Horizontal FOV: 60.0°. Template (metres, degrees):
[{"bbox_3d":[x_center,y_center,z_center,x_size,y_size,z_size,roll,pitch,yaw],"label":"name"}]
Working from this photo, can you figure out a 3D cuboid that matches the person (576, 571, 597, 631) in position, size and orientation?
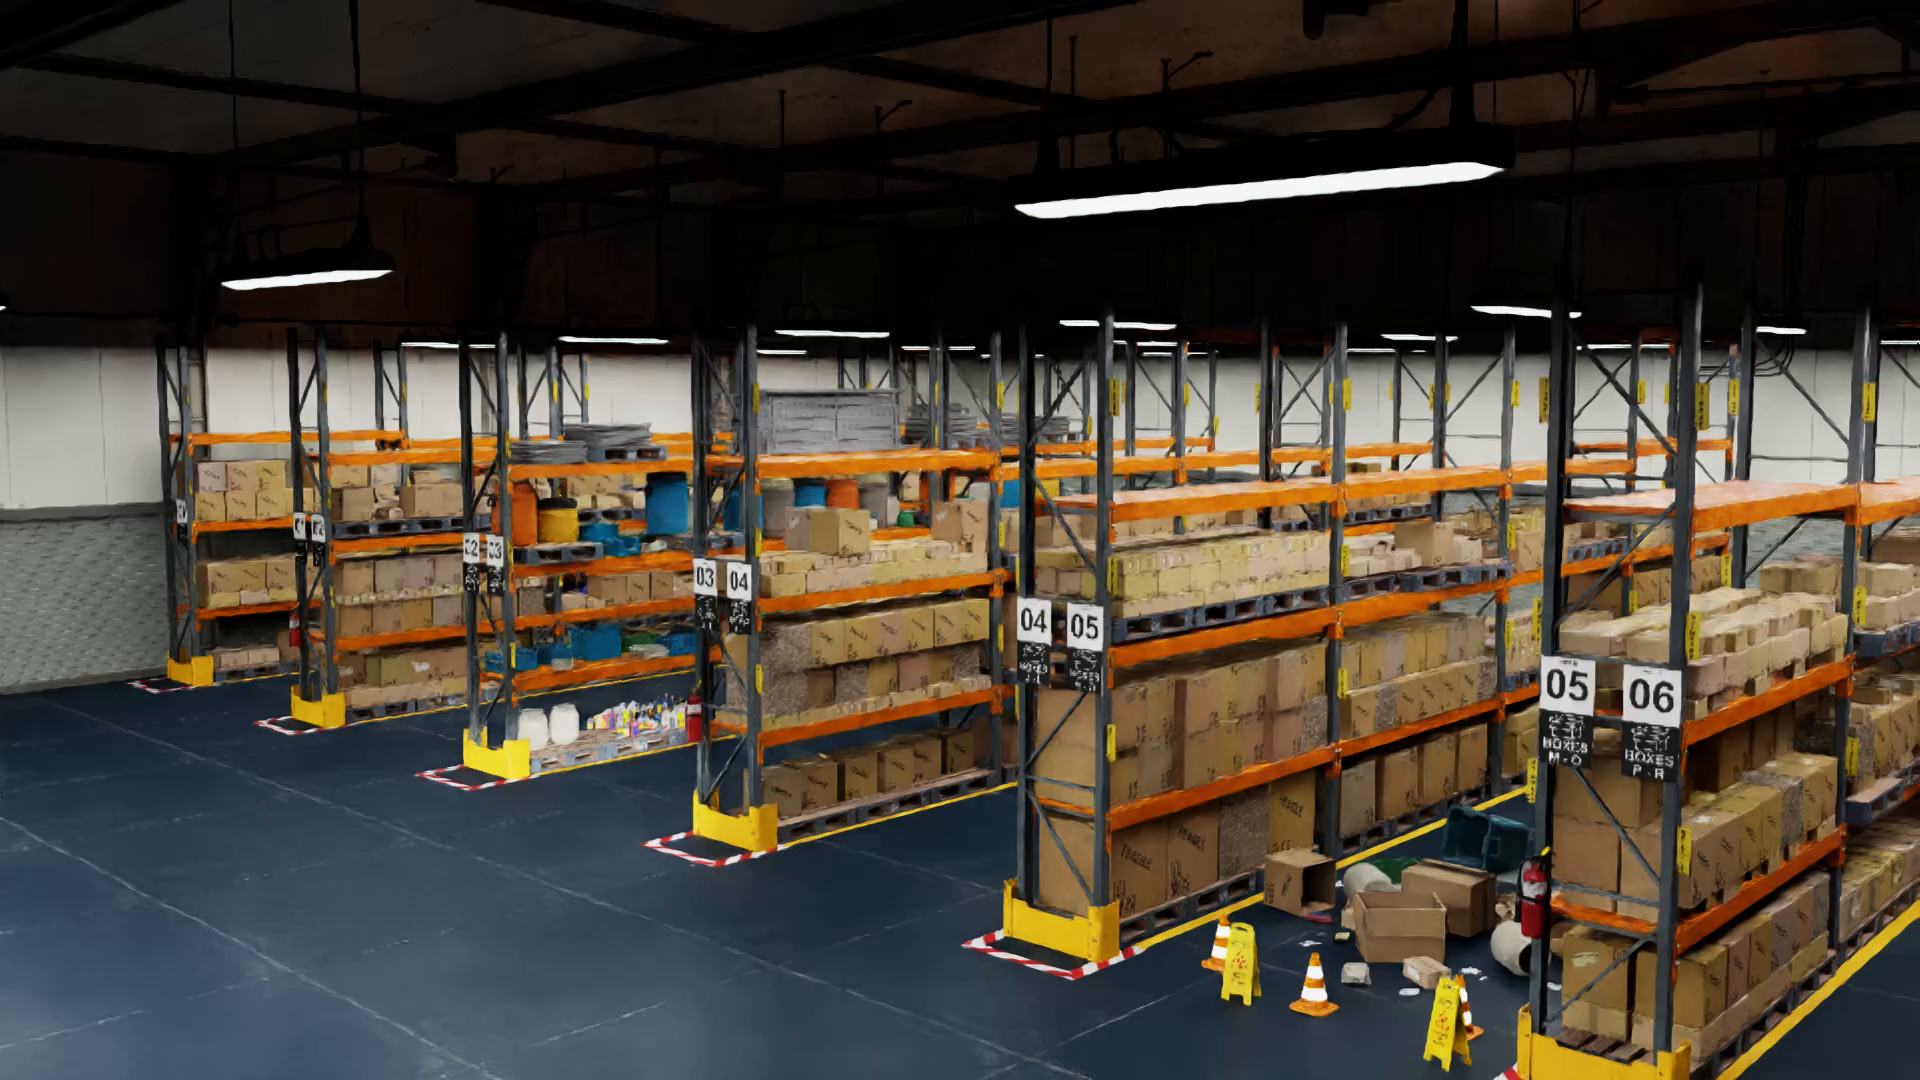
[{"bbox_3d":[-7.122,1.387,31.822,0.592,1.604,0.518,5,7,40],"label":"person"}]
